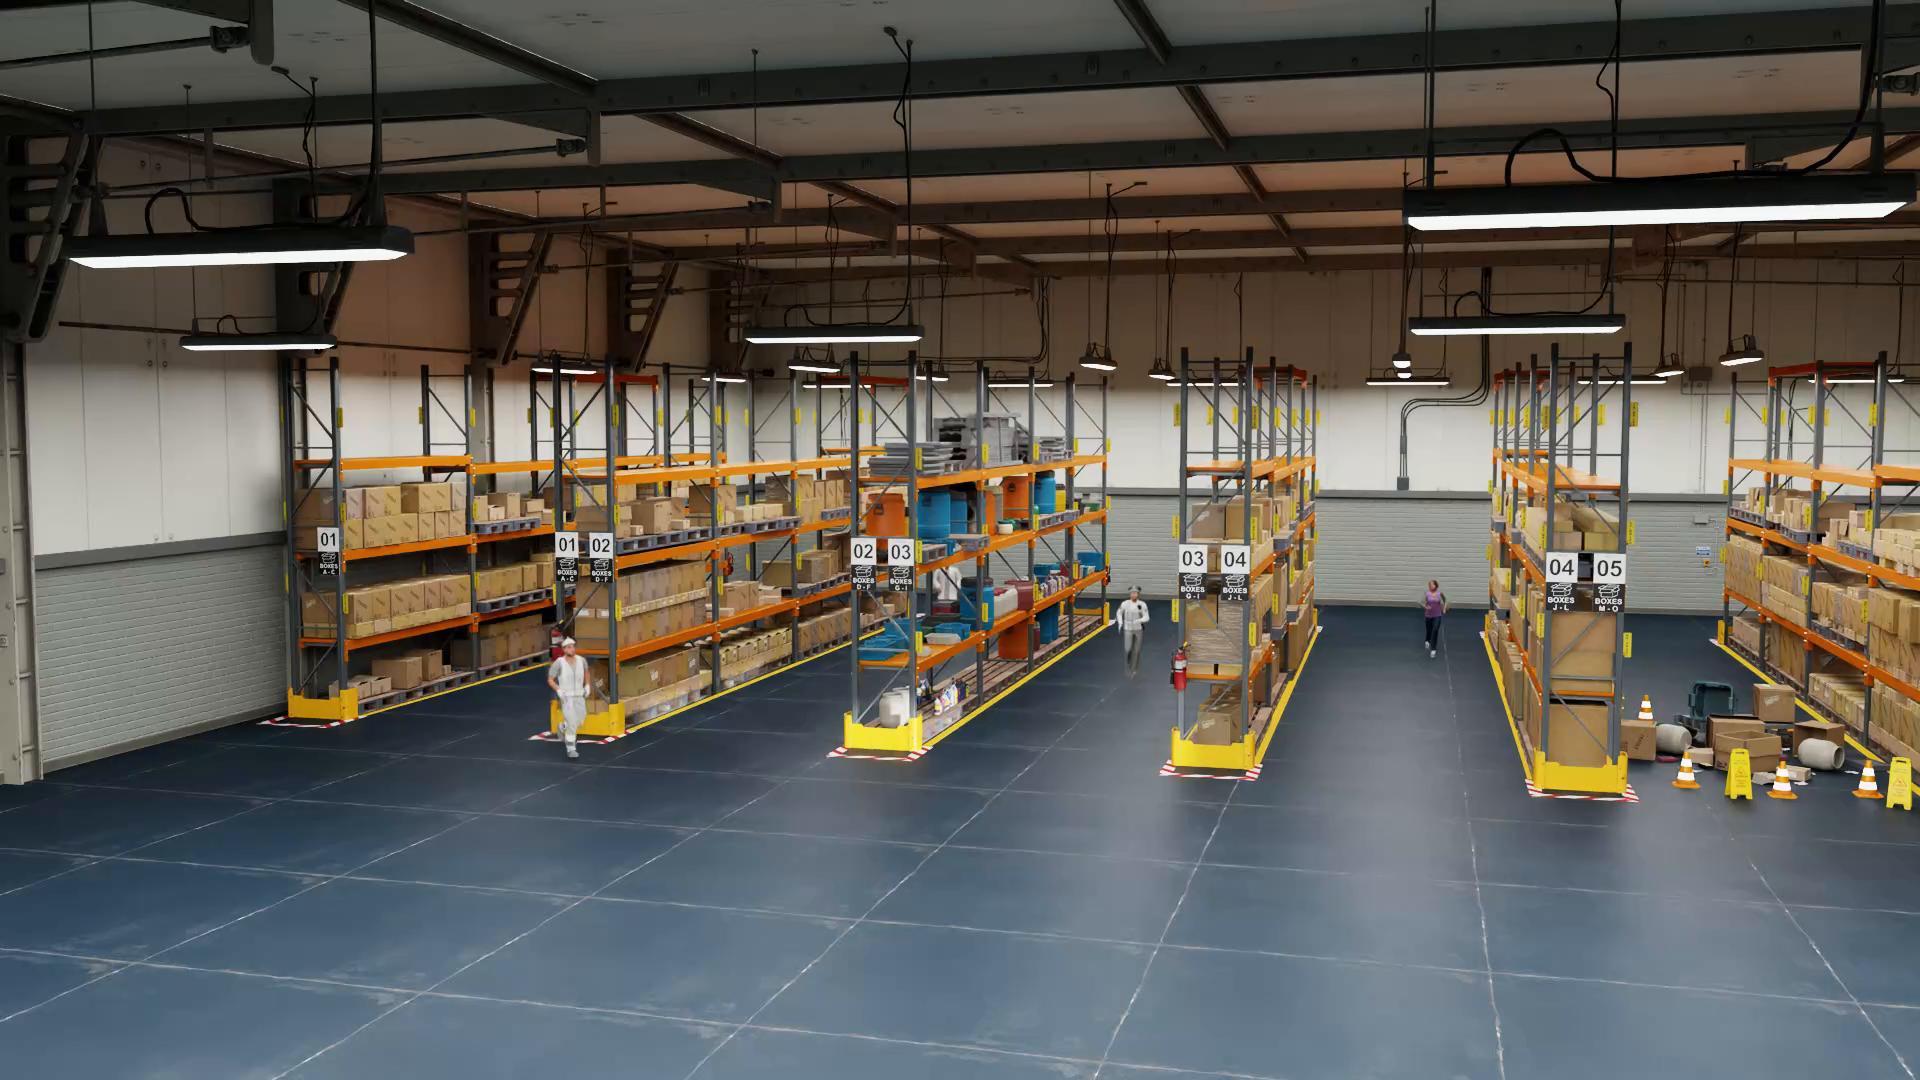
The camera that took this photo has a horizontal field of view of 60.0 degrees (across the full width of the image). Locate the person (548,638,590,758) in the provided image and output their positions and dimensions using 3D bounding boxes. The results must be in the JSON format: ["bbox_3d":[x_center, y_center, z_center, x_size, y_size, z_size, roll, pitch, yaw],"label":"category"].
[{"bbox_3d":[-5.795,2.321,24.664,0.675,1.764,0.690,-3,5,-37],"label":"person"}]

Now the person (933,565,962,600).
[{"bbox_3d":[-0.307,1.260,39.267,0.696,1.729,0.669,0,4,2],"label":"person"}]

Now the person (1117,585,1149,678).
[{"bbox_3d":[3.132,1.666,30.125,0.593,1.702,0.612,0,4,6],"label":"person"}]

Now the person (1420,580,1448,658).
[{"bbox_3d":[10.002,1.629,35.121,0.550,1.604,0.881,1,4,19],"label":"person"}]
